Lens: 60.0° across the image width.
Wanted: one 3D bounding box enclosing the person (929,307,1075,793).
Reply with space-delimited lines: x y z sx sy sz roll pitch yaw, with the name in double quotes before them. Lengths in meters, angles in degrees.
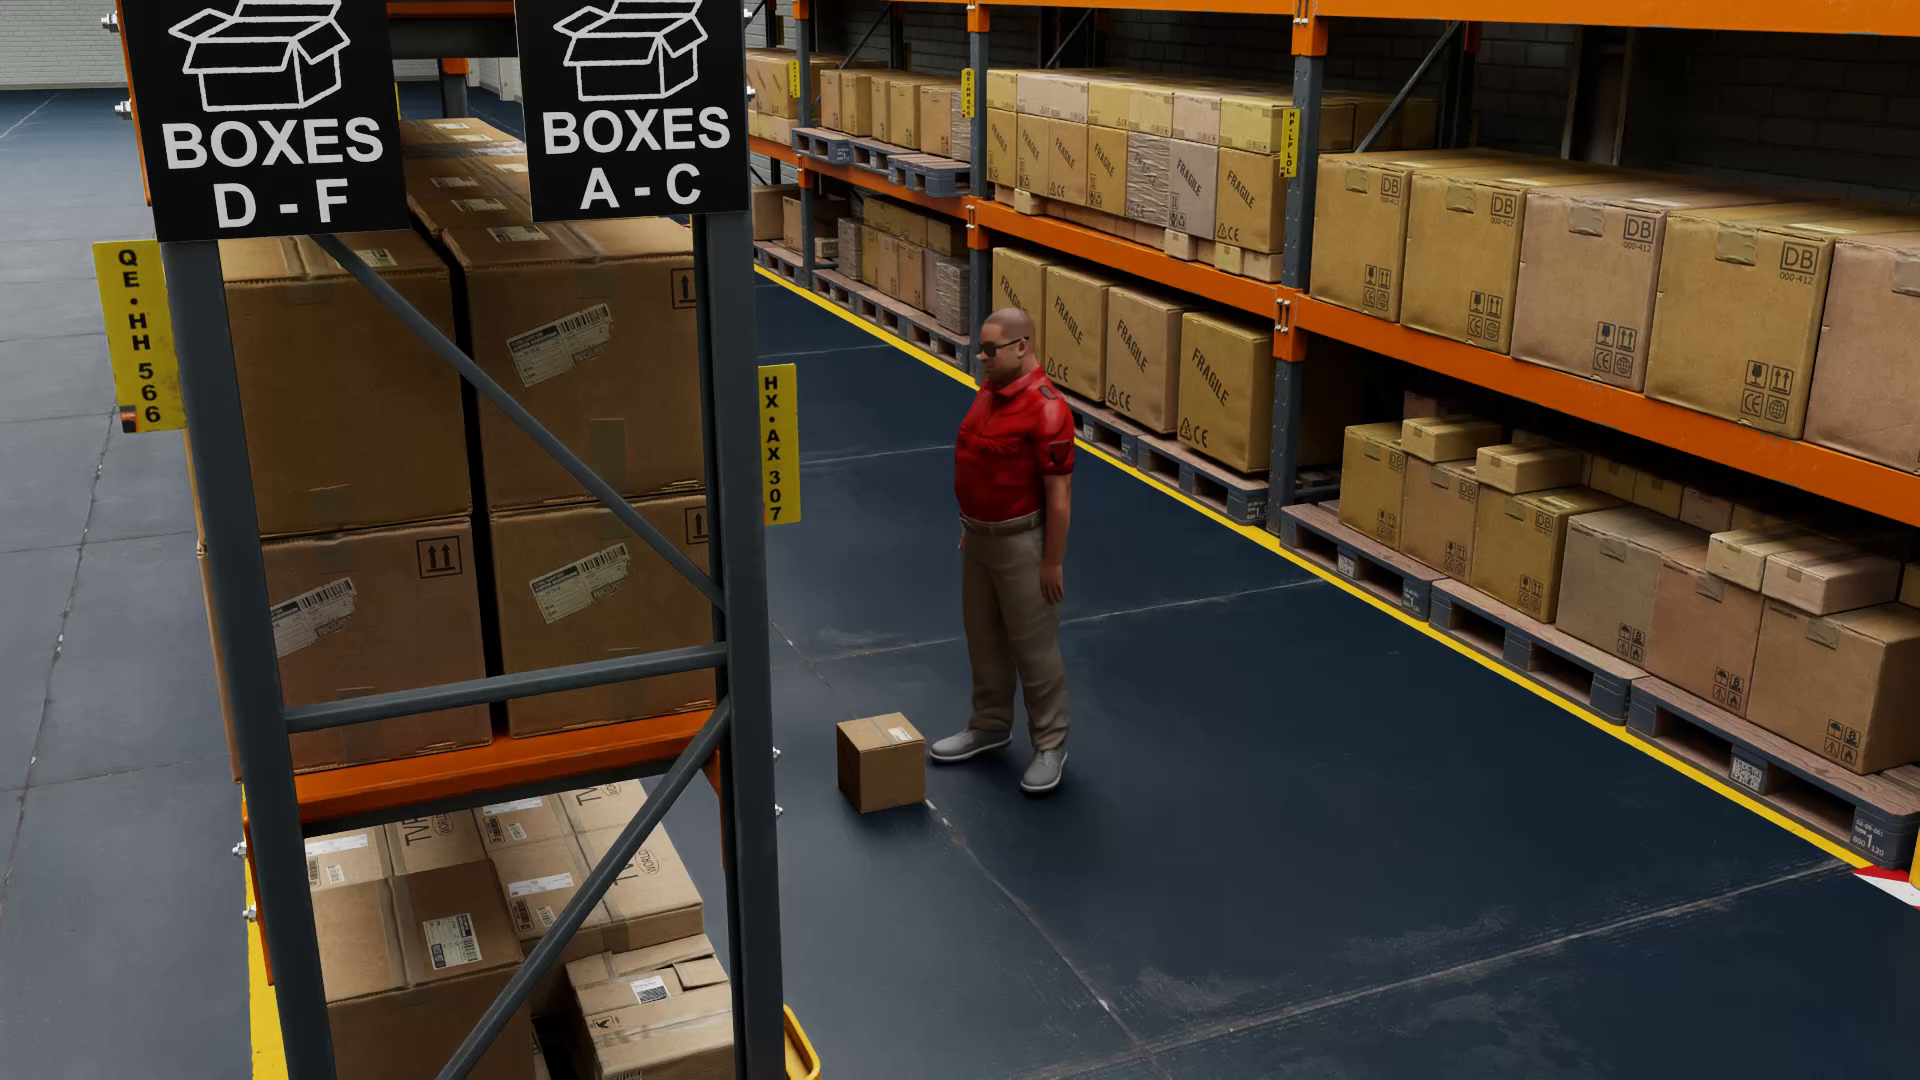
"person" 0.159 0.022 5.970 0.437 1.734 0.593 -10 21 -27
